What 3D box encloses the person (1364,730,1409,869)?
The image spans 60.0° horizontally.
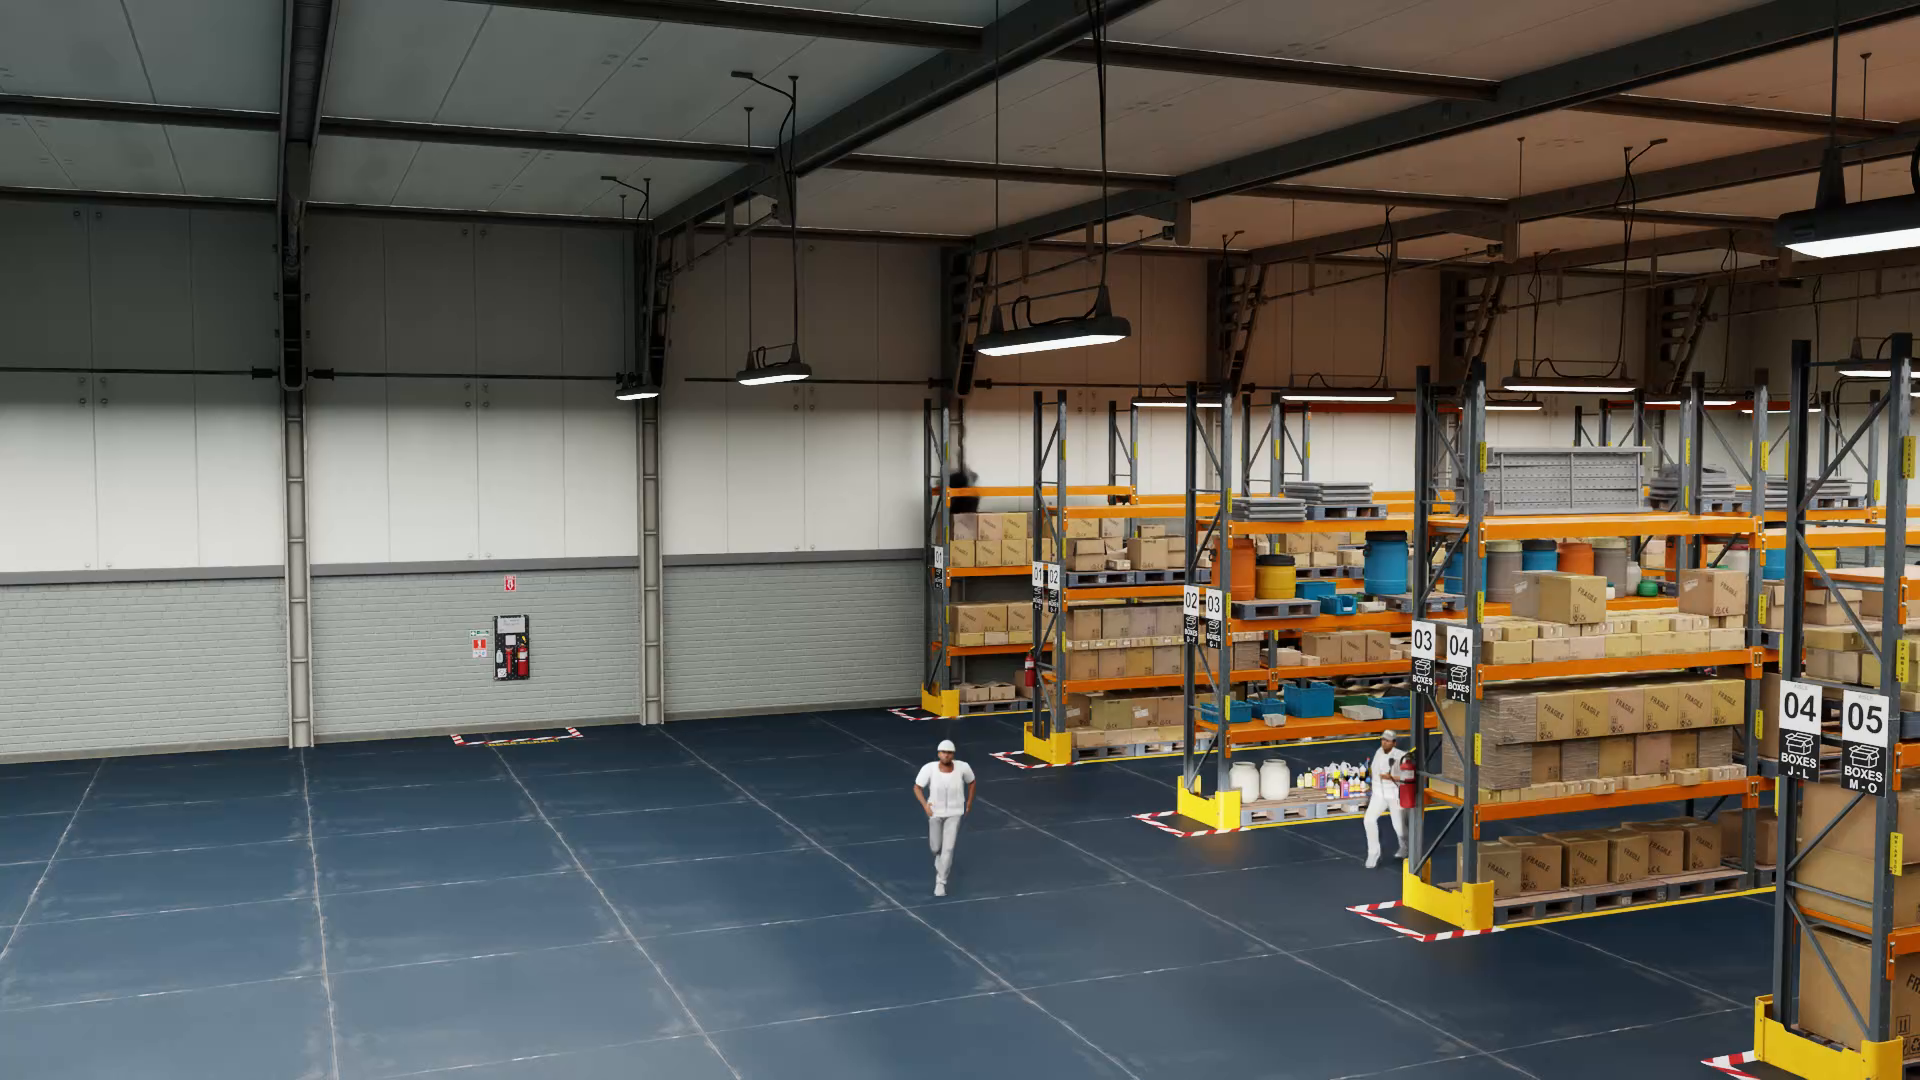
[{"bbox_3d":[5.288,3.160,20.312,0.580,1.718,0.775,3,4,40],"label":"person"}]

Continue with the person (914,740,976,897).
[{"bbox_3d":[-0.173,3.168,19.272,0.727,1.751,0.885,0,3,-1],"label":"person"}]

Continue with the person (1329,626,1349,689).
[{"bbox_3d":[7.212,2.415,31.408,0.965,1.761,0.718,-2,4,-27],"label":"person"}]
